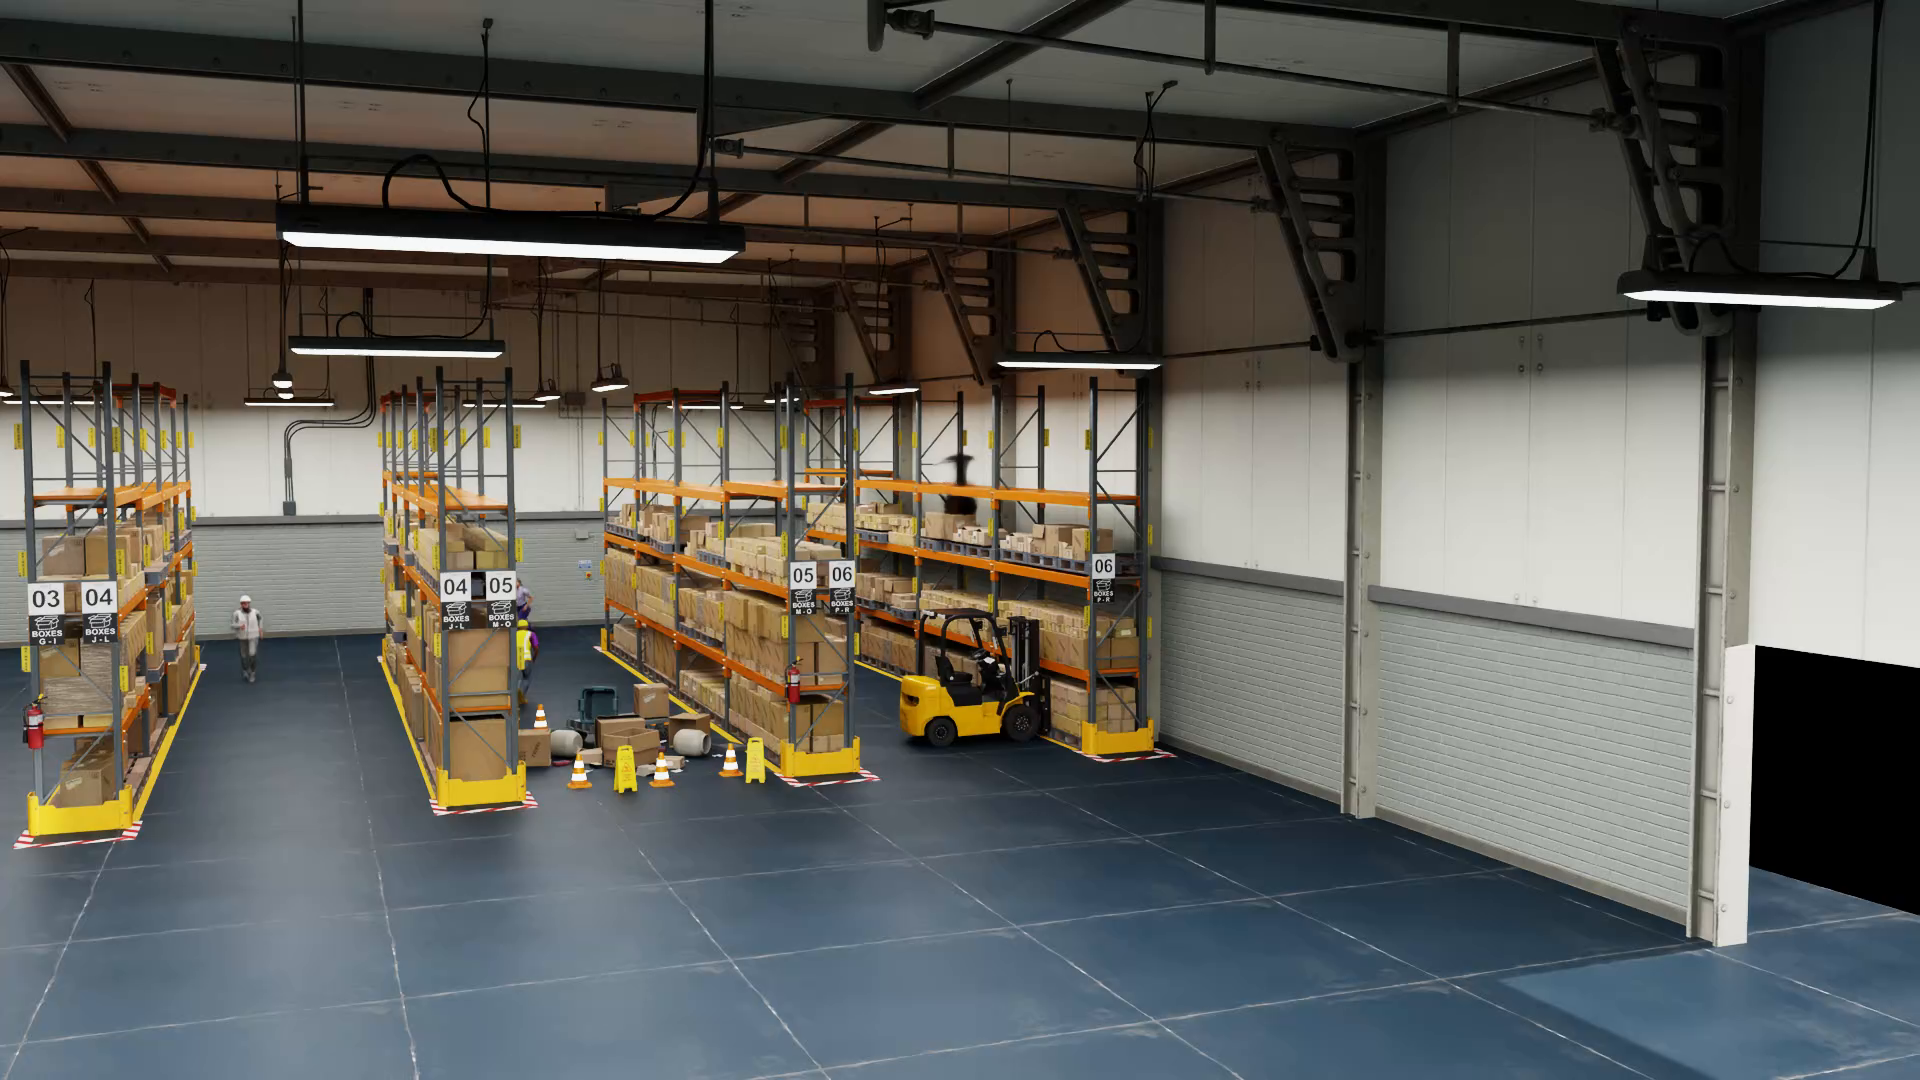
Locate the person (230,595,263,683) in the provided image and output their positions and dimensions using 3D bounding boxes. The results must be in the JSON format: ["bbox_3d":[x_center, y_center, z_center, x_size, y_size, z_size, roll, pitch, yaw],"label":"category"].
[{"bbox_3d":[-14.750,2.053,34.402,0.603,1.825,0.833,-1,4,-19],"label":"person"}]

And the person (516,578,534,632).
[{"bbox_3d":[-10.815,1.731,41.256,0.607,1.598,0.737,2,4,34],"label":"person"}]

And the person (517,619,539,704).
[{"bbox_3d":[-8.352,2.316,31.496,0.714,1.579,0.969,0,3,-7],"label":"person"}]
